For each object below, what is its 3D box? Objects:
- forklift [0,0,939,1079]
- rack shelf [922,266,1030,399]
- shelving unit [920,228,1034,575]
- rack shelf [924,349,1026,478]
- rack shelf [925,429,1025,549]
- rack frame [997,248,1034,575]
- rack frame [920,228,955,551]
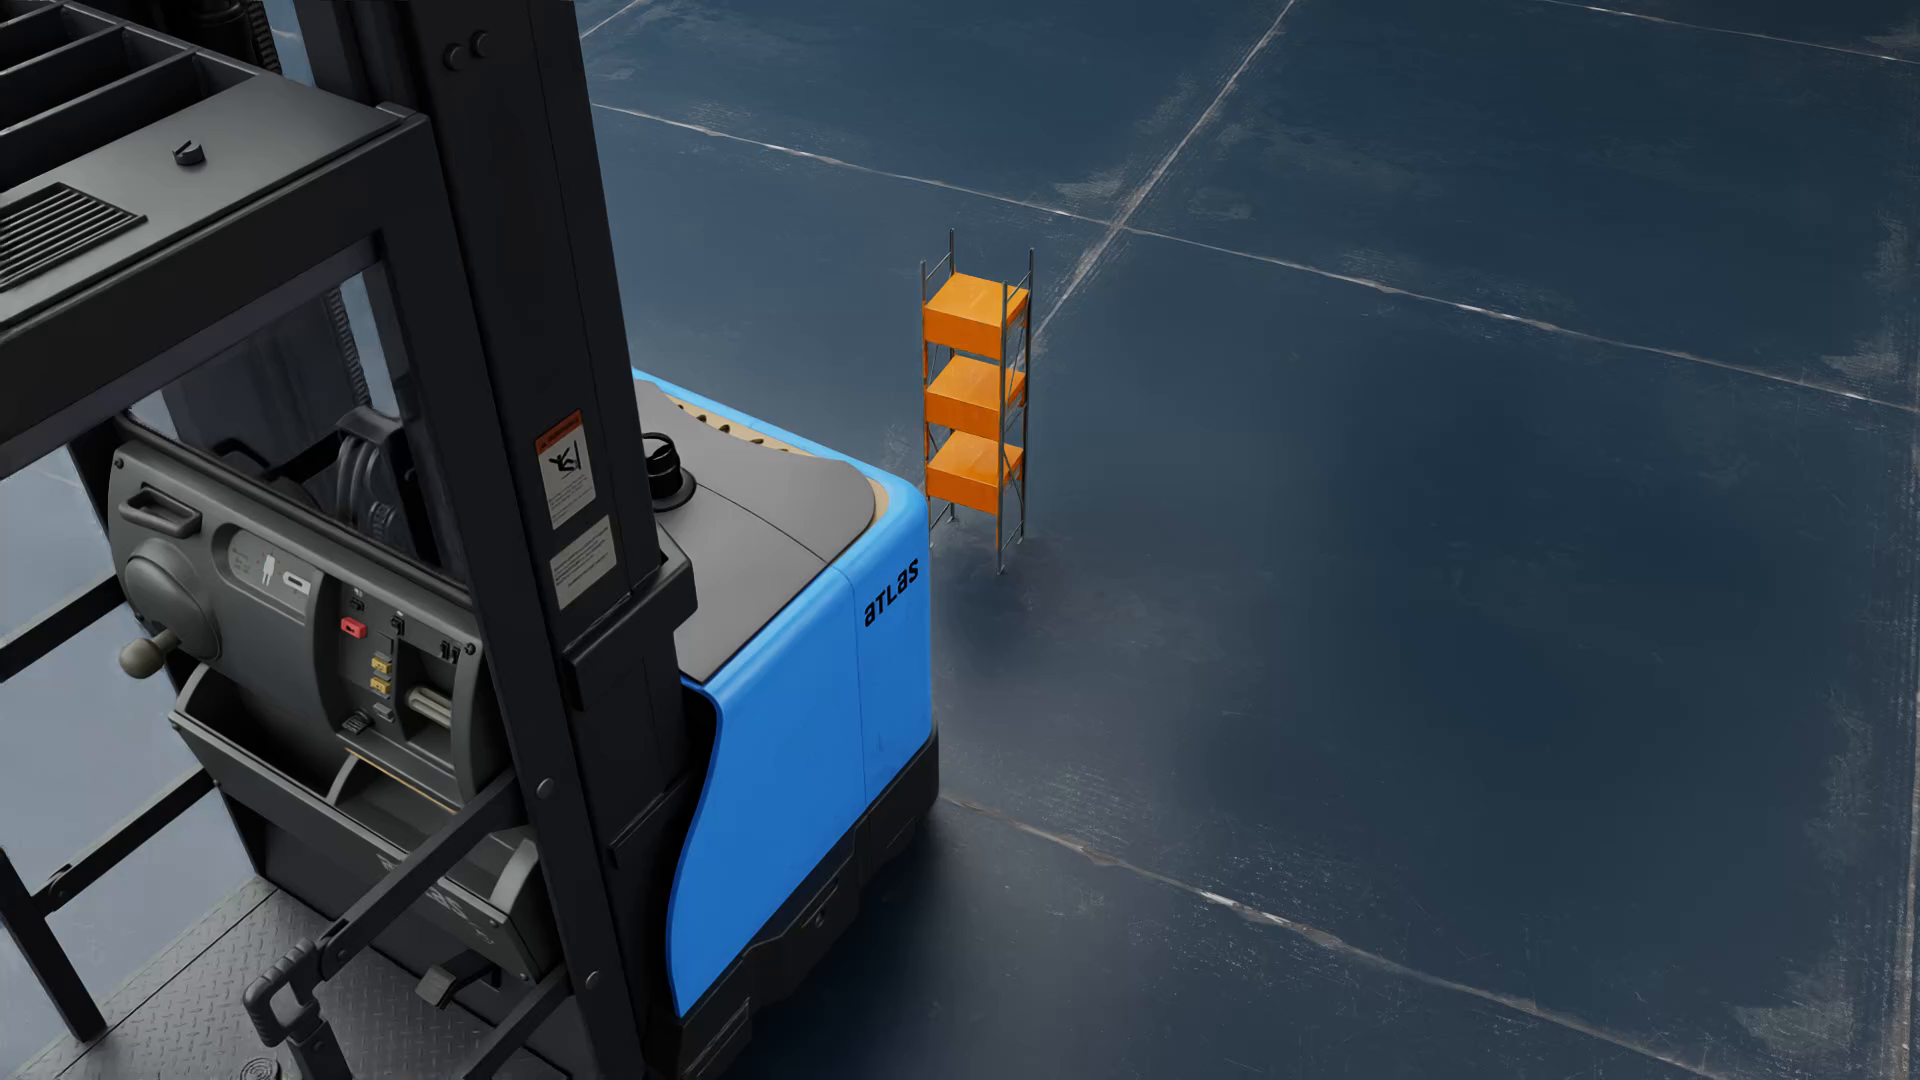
[{"bbox_3d":[-1.277,0.228,2.749,1.130,2.935,3.031,23,46,24],"label":"forklift"},{"bbox_3d":[0.048,-0.588,4.710,0.240,0.259,0.215,17,44,19],"label":"rack shelf"},{"bbox_3d":[0.048,-0.382,4.889,0.252,1.050,0.215,17,44,19],"label":"shelving unit"},{"bbox_3d":[0.048,-0.374,4.896,0.240,0.259,0.215,17,44,19],"label":"rack shelf"},{"bbox_3d":[0.048,-0.164,5.078,0.240,0.259,0.215,17,44,19],"label":"rack shelf"},{"bbox_3d":[0.159,-0.348,4.850,0.008,1.050,0.200,17,44,19],"label":"rack frame"},{"bbox_3d":[-0.062,-0.416,4.928,0.008,1.050,0.200,17,44,19],"label":"rack frame"}]
